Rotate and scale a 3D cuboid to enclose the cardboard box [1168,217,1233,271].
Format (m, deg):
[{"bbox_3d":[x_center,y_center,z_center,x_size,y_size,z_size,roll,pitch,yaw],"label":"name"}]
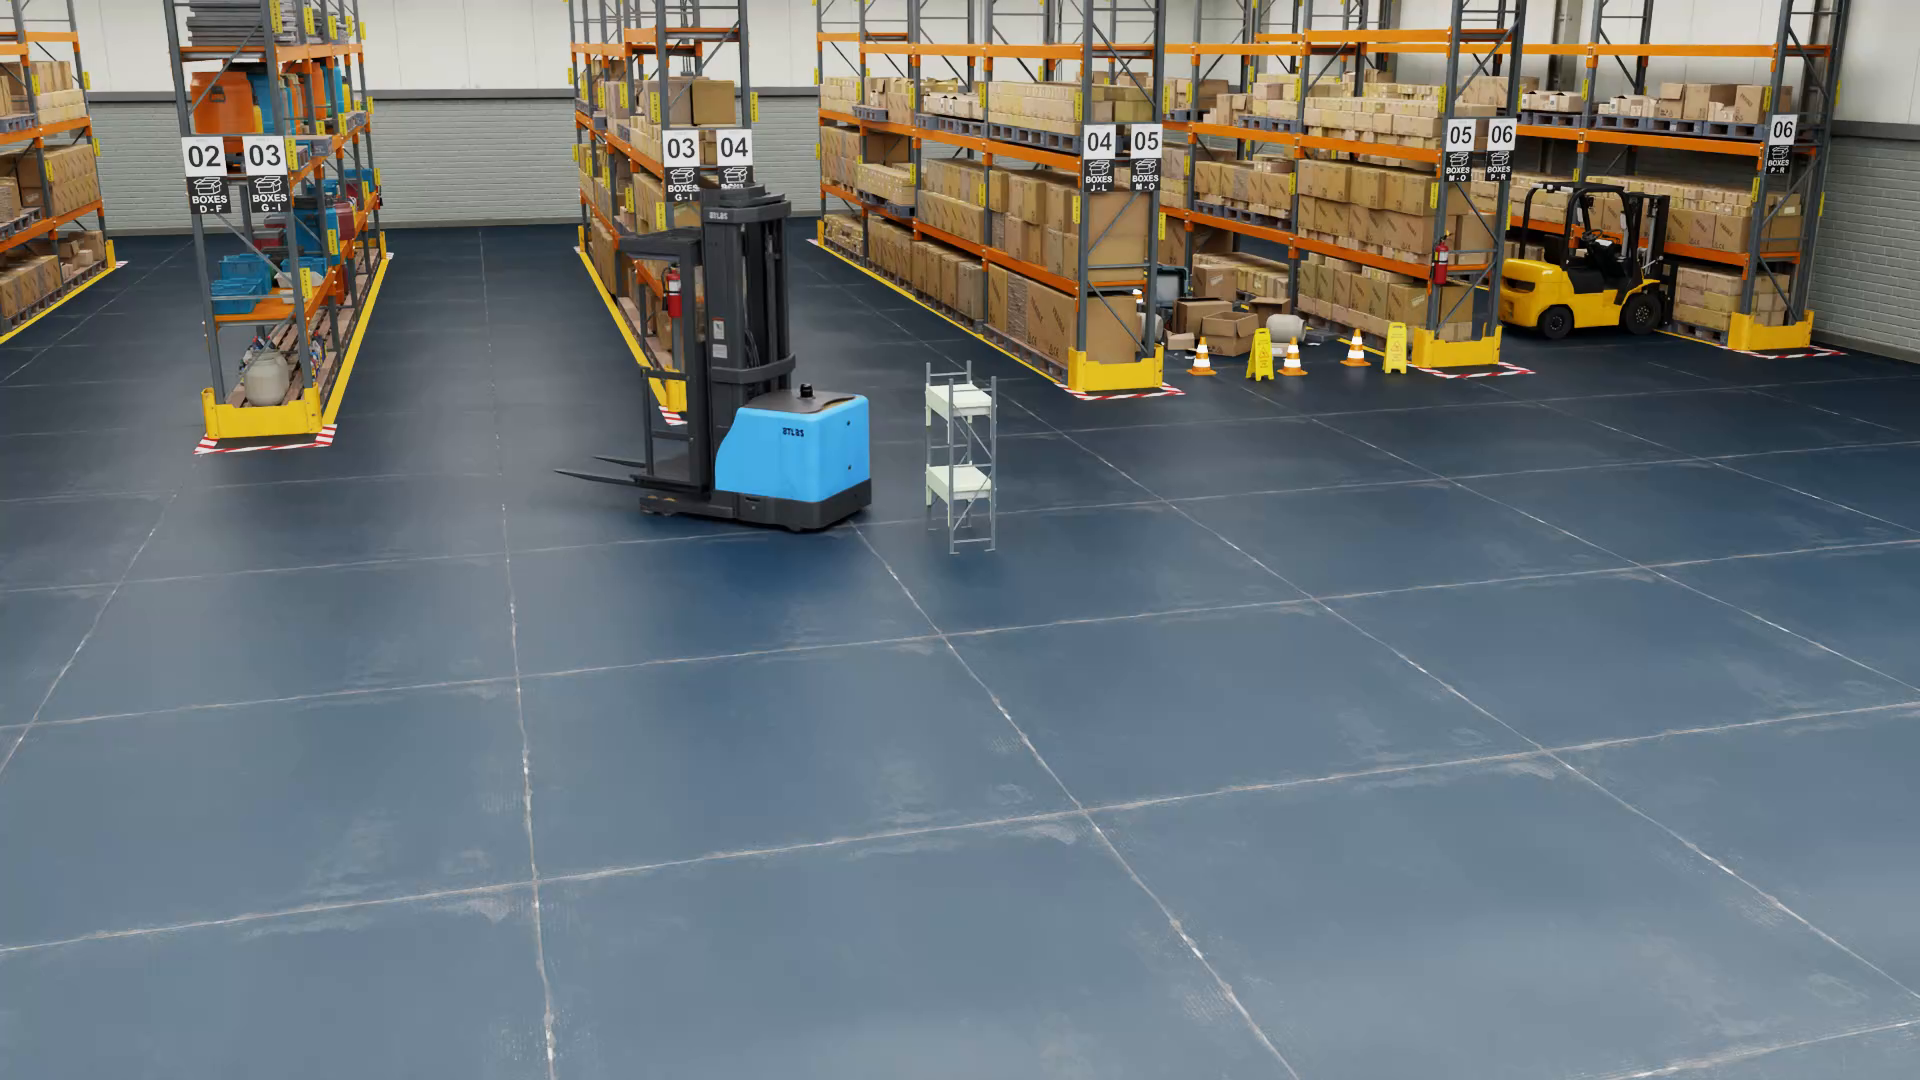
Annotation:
[{"bbox_3d":[4.362,-5.379,30.108,0.875,0.875,0.875,-5,17,-16],"label":"cardboard box"}]

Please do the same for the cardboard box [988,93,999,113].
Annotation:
[{"bbox_3d":[0.705,-6.071,23.074,0.500,0.250,0.500,-5,17,-15],"label":"cardboard box"}]

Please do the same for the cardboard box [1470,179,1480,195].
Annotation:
[{"bbox_3d":[9.267,-6.278,29.530,0.500,0.250,0.500,-4,17,-14],"label":"cardboard box"}]

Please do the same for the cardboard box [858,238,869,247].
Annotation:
[{"bbox_3d":[-1.751,-5.725,32.006,0.380,0.149,0.250,-4,17,-14],"label":"cardboard box"}]

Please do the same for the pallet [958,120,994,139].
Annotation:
[{"bbox_3d":[0.540,-6.067,24.553,0.805,0.209,1.217,-5,18,-17],"label":"pallet"}]

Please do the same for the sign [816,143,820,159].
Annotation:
[{"bbox_3d":[-2.980,-8.163,34.909,0.100,0.325,0.005,-5,17,-15],"label":"sign"}]

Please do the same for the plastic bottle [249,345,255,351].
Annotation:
[{"bbox_3d":[-8.728,-2.232,20.510,0.144,0.351,0.185,-5,17,-16],"label":"plastic bottle"}]

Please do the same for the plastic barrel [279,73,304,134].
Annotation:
[{"bbox_3d":[-9.802,-6.255,23.976,0.600,0.901,0.600,0,17,0],"label":"plastic barrel"}]

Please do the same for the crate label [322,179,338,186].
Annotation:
[{"bbox_3d":[-12.266,-6.890,32.362,0.416,0.233,0.303,-5,17,-15],"label":"crate label"}]

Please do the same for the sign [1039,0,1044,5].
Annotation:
[{"bbox_3d":[1.738,-11.565,35.411,0.100,0.325,0.005,-5,17,-15],"label":"sign"}]

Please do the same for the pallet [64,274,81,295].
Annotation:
[{"bbox_3d":[-15.869,-4.393,28.710,1.003,0.211,1.213,-5,17,-15],"label":"pallet"}]

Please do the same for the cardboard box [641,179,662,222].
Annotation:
[{"bbox_3d":[-3.802,-4.356,21.311,0.500,0.500,0.500,-5,17,-15],"label":"cardboard box"}]

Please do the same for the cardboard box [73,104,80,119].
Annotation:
[{"bbox_3d":[-16.259,-7.749,30.083,0.500,0.250,0.500,-5,17,-15],"label":"cardboard box"}]

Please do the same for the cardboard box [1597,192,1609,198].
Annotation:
[{"bbox_3d":[10.250,-5.463,26.123,0.380,0.149,0.250,-4,17,-14],"label":"cardboard box"}]

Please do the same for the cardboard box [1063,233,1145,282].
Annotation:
[{"bbox_3d":[1.793,-3.537,20.751,0.875,0.550,0.550,-5,17,-15],"label":"cardboard box"}]

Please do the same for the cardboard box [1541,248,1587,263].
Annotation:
[{"bbox_3d":[10.189,-4.492,27.590,0.875,0.625,0.625,-4,17,-13],"label":"cardboard box"}]

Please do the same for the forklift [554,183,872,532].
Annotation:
[{"bbox_3d":[-2.372,-1.747,15.175,3.031,2.935,1.130,8,18,25],"label":"forklift"}]

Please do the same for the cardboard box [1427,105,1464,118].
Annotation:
[{"bbox_3d":[6.294,-5.553,21.562,0.380,0.149,0.250,-5,17,-15],"label":"cardboard box"}]

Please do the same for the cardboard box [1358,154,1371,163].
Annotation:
[{"bbox_3d":[8.205,-7.452,33.142,0.700,0.500,0.500,-5,17,-15],"label":"cardboard box"}]

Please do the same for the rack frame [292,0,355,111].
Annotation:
[{"bbox_3d":[-10.918,-8.802,28.114,1.000,3.000,0.127,-5,17,-15],"label":"rack frame"}]

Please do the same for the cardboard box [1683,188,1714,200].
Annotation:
[{"bbox_3d":[10.770,-5.036,24.184,0.380,0.149,0.250,-4,17,-14],"label":"cardboard box"}]

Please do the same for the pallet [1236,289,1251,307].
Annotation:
[{"bbox_3d":[5.017,-4.109,27.765,1.003,0.211,1.213,-5,17,-15],"label":"pallet"}]

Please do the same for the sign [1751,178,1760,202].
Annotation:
[{"bbox_3d":[10.917,-4.807,22.818,0.100,0.325,0.005,-5,17,-15],"label":"sign"}]

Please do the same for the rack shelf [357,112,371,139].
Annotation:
[{"bbox_3d":[-11.467,-7.574,30.490,1.077,0.370,4.000,-5,17,-15],"label":"rack shelf"}]

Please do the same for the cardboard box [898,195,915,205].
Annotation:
[{"bbox_3d":[-0.837,-5.759,28.118,0.380,0.149,0.250,-4,17,-14],"label":"cardboard box"}]

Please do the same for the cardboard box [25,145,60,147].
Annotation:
[{"bbox_3d":[-16.912,-7.028,30.724,0.500,0.500,0.500,-4,17,-14],"label":"cardboard box"}]

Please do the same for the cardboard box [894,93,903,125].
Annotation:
[{"bbox_3d":[-0.811,-7.338,28.279,0.500,0.500,0.500,-5,17,-15],"label":"cardboard box"}]

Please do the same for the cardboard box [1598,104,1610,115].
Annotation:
[{"bbox_3d":[10.174,-6.702,25.868,0.380,0.149,0.250,-4,17,-14],"label":"cardboard box"}]

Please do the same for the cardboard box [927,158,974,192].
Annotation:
[{"bbox_3d":[-0.146,-5.980,27.235,0.700,0.500,0.500,-5,17,-16],"label":"cardboard box"}]

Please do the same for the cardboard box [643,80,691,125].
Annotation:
[{"bbox_3d":[-3.527,-5.277,20.030,0.500,0.500,0.500,-5,17,-15],"label":"cardboard box"}]

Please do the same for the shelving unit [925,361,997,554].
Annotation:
[{"bbox_3d":[0.002,-0.716,14.230,0.431,1.500,0.755,-5,17,-15],"label":"shelving unit"}]

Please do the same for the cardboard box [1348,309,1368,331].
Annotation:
[{"bbox_3d":[5.906,-3.160,23.807,0.500,0.250,0.500,-5,18,-17],"label":"cardboard box"}]

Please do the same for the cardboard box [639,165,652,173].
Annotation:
[{"bbox_3d":[-4.041,-4.827,23.535,1.000,1.000,1.000,-5,17,-15],"label":"cardboard box"}]

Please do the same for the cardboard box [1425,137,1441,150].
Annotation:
[{"bbox_3d":[6.304,-5.178,21.698,0.380,0.149,0.250,-5,17,-15],"label":"cardboard box"}]

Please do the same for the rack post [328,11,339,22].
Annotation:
[{"bbox_3d":[-10.716,-8.531,27.341,0.937,0.300,0.954,-5,17,-16],"label":"rack post"}]

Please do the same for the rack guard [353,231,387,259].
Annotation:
[{"bbox_3d":[-12.036,-5.844,33.038,1.175,0.500,0.348,-5,17,-15],"label":"rack guard"}]

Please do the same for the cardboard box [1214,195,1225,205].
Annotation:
[{"bbox_3d":[4.515,-5.736,28.041,0.380,0.149,0.250,-5,17,-15],"label":"cardboard box"}]

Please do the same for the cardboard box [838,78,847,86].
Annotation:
[{"bbox_3d":[-2.177,-8.969,32.582,0.380,0.149,0.250,-5,17,-16],"label":"cardboard box"}]

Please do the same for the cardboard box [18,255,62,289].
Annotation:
[{"bbox_3d":[-15.270,-4.438,27.594,0.500,0.500,0.500,-5,17,-16],"label":"cardboard box"}]

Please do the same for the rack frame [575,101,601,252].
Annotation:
[{"bbox_3d":[-7.255,-7.427,33.964,1.000,3.000,0.127,-5,17,-15],"label":"rack frame"}]

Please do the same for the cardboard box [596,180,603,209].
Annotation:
[{"bbox_3d":[-6.131,-6.083,29.314,0.500,0.500,0.500,-5,17,-15],"label":"cardboard box"}]

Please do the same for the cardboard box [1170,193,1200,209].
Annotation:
[{"bbox_3d":[4.083,-6.045,29.624,0.500,0.250,0.500,-5,18,-17],"label":"cardboard box"}]

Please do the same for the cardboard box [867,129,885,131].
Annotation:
[{"bbox_3d":[-1.654,-7.924,33.190,0.500,0.500,0.500,-5,18,-17],"label":"cardboard box"}]

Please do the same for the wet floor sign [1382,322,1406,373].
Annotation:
[{"bbox_3d":[5.694,-2.520,21.721,0.267,0.644,0.232,1,17,4],"label":"wet floor sign"}]

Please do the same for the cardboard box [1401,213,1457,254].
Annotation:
[{"bbox_3d":[6.257,-4.104,22.209,0.500,0.500,0.500,-5,17,-16],"label":"cardboard box"}]

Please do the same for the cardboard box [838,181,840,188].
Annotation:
[{"bbox_3d":[-2.257,-7.201,33.649,0.380,0.149,0.250,-5,17,-16],"label":"cardboard box"}]

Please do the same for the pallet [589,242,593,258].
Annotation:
[{"bbox_3d":[-6.960,-5.877,33.649,1.003,0.211,1.213,-5,17,-15],"label":"pallet"}]

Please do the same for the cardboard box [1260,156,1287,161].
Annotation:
[{"bbox_3d":[5.193,-6.270,27.562,0.380,0.149,0.250,-6,18,-18],"label":"cardboard box"}]

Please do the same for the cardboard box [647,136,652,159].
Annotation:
[{"bbox_3d":[-3.507,-4.760,20.130,0.500,0.250,0.500,-4,17,-14],"label":"cardboard box"}]

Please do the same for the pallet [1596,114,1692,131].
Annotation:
[{"bbox_3d":[10.602,-6.445,25.634,1.003,0.211,1.213,-5,17,-15],"label":"pallet"}]

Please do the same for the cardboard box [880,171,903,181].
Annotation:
[{"bbox_3d":[-1.188,-6.401,29.221,0.380,0.149,0.250,-4,17,-13],"label":"cardboard box"}]

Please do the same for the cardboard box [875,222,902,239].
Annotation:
[{"bbox_3d":[-1.261,-5.676,30.444,0.500,0.250,0.500,-4,17,-14],"label":"cardboard box"}]

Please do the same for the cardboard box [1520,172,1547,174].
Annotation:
[{"bbox_3d":[10.000,-6.333,29.018,0.380,0.149,0.250,-5,17,-16],"label":"cardboard box"}]

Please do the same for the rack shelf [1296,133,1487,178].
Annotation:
[{"bbox_3d":[6.121,-5.430,23.352,1.077,0.370,4.000,-5,17,-15],"label":"rack shelf"}]

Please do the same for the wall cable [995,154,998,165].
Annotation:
[{"bbox_3d":[0.701,-10.270,41.608,0.585,1.953,0.123,-5,17,-15],"label":"wall cable"}]

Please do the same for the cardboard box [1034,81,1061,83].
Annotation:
[{"bbox_3d":[1.247,-6.343,23.288,0.380,0.149,0.250,-5,17,-16],"label":"cardboard box"}]
